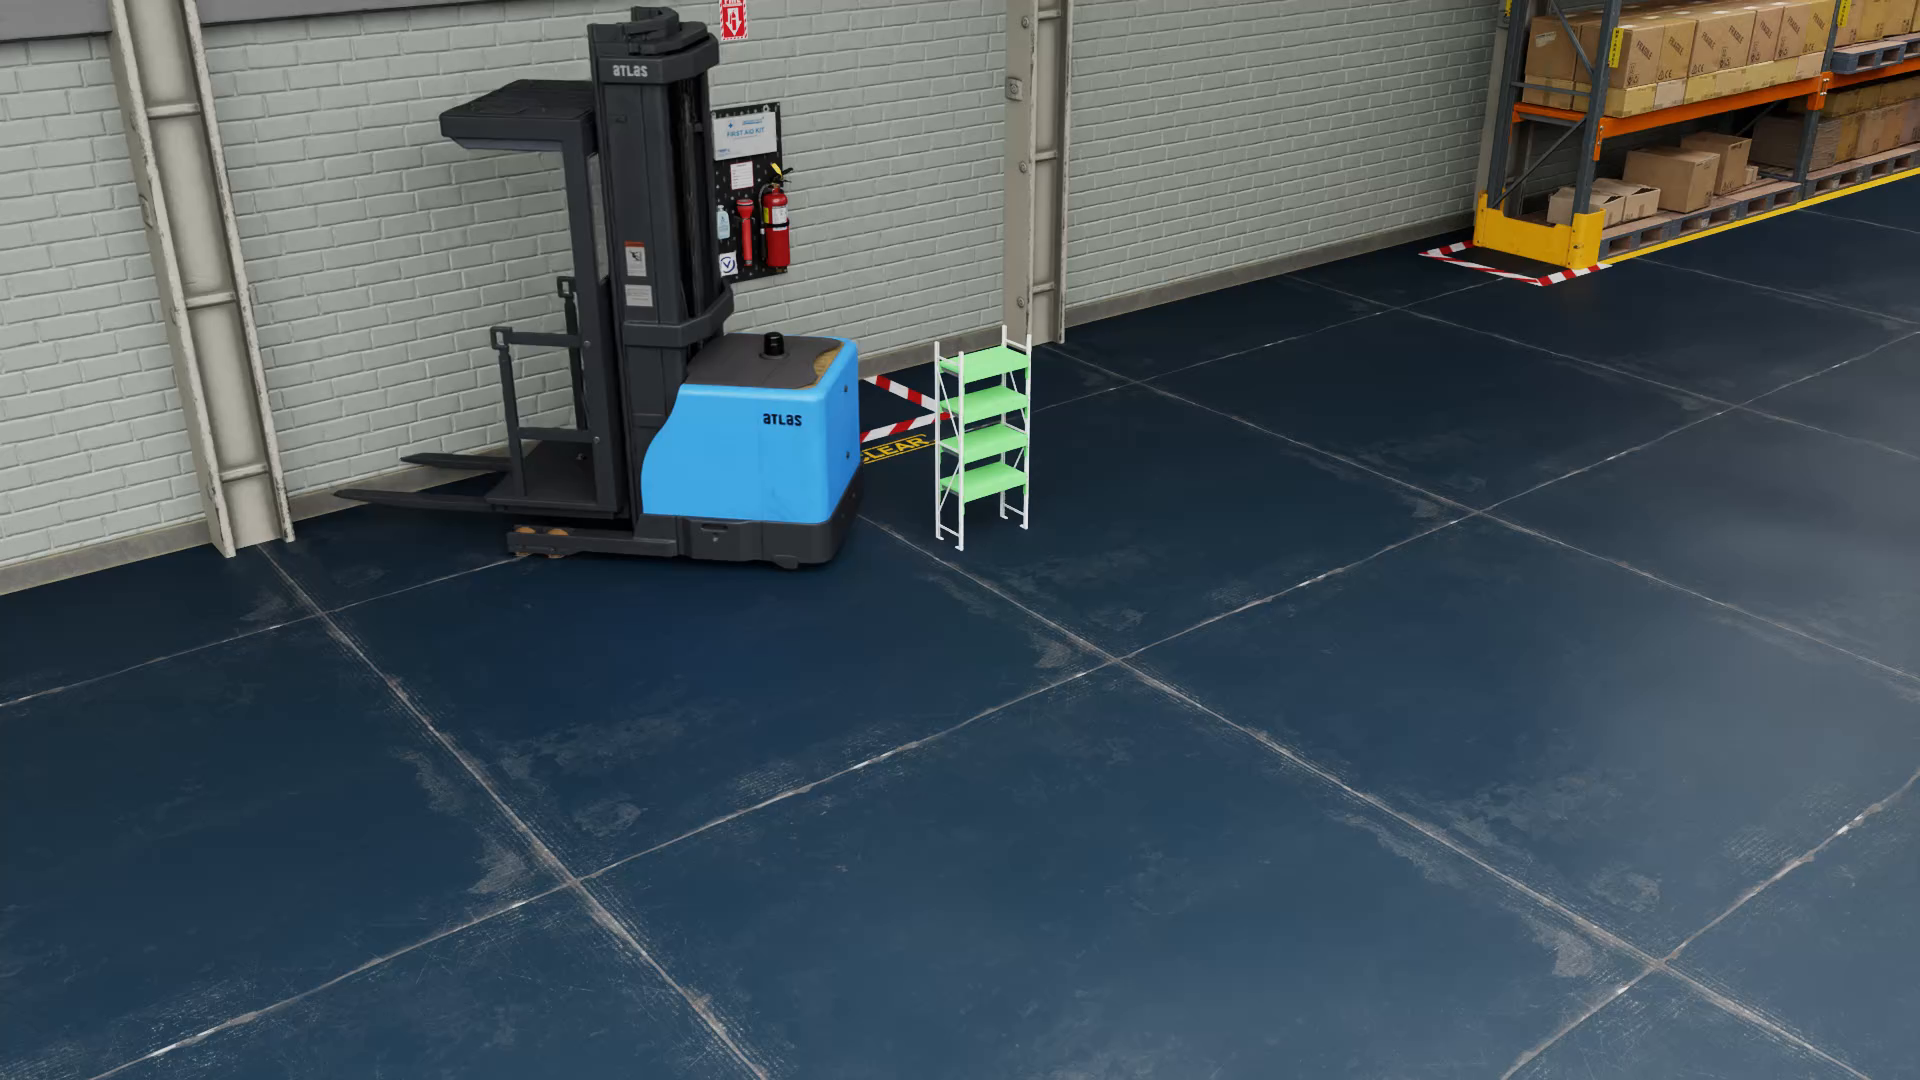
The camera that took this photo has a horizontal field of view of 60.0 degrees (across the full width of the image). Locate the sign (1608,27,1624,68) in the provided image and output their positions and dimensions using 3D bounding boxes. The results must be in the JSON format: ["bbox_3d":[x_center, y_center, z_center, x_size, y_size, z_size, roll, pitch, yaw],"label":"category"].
[{"bbox_3d":[5.617,-4.221,14.254,0.005,0.325,0.100,-18,31,-34],"label":"sign"}]

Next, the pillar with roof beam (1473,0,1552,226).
[{"bbox_3d":[7.956,-5.772,11.497,0.400,9.000,9.100,-18,31,-34],"label":"pillar with roof beam"}]

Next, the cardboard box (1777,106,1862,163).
[{"bbox_3d":[9.375,-4.461,18.245,0.500,0.500,0.700,-19,31,-35],"label":"cardboard box"}]

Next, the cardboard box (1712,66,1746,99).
[{"bbox_3d":[7.066,-4.372,15.761,0.500,0.250,0.500,-18,30,-34],"label":"cardboard box"}]

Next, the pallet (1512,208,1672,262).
[{"bbox_3d":[6.003,-2.963,15.883,1.213,0.211,1.003,-18,31,-34],"label":"pallet"}]

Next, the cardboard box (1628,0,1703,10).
[{"bbox_3d":[6.725,-4.877,15.958,0.500,0.500,0.500,-18,30,-33],"label":"cardboard box"}]

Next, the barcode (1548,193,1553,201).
[{"bbox_3d":[5.650,-3.280,15.914,0.075,0.075,0.001,-18,31,-34],"label":"barcode"}]

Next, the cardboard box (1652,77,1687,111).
[{"bbox_3d":[6.262,-4.111,15.199,0.500,0.250,0.500,-19,31,-36],"label":"cardboard box"}]

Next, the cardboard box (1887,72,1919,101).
[{"bbox_3d":[10.556,-5.161,18.863,0.500,0.250,0.500,-18,30,-33],"label":"cardboard box"}]

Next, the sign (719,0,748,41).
[{"bbox_3d":[-1.458,-3.371,10.697,0.199,0.298,0.001,-18,31,-34],"label":"sign"}]

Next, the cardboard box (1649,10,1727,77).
[{"bbox_3d":[6.649,-4.571,15.300,0.500,0.500,0.500,-19,31,-36],"label":"cardboard box"}]

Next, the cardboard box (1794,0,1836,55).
[{"bbox_3d":[8.249,-5.103,16.447,0.500,0.500,0.500,-18,31,-34],"label":"cardboard box"}]

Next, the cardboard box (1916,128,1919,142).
[{"bbox_3d":[11.043,-4.948,19.295,0.500,0.500,0.700,-18,30,-33],"label":"cardboard box"}]

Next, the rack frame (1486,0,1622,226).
[{"bbox_3d":[5.282,-4.008,14.824,0.127,3.000,1.000,-18,31,-34],"label":"rack frame"}]

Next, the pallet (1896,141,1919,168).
[{"bbox_3d":[10.962,-4.619,19.452,1.213,0.211,1.003,-18,31,-34],"label":"pallet"}]

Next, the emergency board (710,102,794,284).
[{"bbox_3d":[-1.390,-2.289,11.119,0.643,1.169,0.194,-18,31,-34],"label":"emergency board"}]

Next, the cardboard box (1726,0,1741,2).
[{"bbox_3d":[7.522,-5.143,16.531,0.500,0.500,0.500,-18,31,-34],"label":"cardboard box"}]

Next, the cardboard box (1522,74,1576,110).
[{"bbox_3d":[5.531,-4.135,15.251,0.500,0.250,0.500,-18,30,-33],"label":"cardboard box"}]

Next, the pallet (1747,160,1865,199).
[{"bbox_3d":[9.042,-3.985,18.087,1.213,0.211,1.003,-18,31,-34],"label":"pallet"}]

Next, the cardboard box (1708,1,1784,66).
[{"bbox_3d":[7.457,-4.845,15.889,0.500,0.500,0.500,-19,31,-35],"label":"cardboard box"}]

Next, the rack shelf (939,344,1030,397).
[{"bbox_3d":[0.130,-0.965,9.415,0.480,0.148,0.258,-18,31,-34],"label":"rack shelf"}]

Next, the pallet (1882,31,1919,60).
[{"bbox_3d":[10.045,-5.472,18.205,1.213,0.211,1.003,-18,31,-34],"label":"pallet"}]

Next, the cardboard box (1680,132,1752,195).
[{"bbox_3d":[7.638,-3.830,16.887,0.500,0.500,0.500,-21,32,-38],"label":"cardboard box"}]

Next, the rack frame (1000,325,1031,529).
[{"bbox_3d":[0.322,-0.651,9.727,0.015,1.200,0.240,-18,31,-34],"label":"rack frame"}]

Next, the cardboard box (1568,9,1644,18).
[{"bbox_3d":[5.924,-4.610,15.384,0.500,0.500,0.500,-18,30,-33],"label":"cardboard box"}]

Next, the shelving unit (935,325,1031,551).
[{"bbox_3d":[0.130,-0.587,9.590,0.503,1.200,0.258,-18,31,-34],"label":"shelving unit"}]

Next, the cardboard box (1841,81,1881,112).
[{"bbox_3d":[9.751,-4.902,18.305,0.500,0.250,0.500,-19,31,-35],"label":"cardboard box"}]

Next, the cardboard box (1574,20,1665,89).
[{"bbox_3d":[5.844,-4.314,14.746,0.500,0.500,0.500,-18,31,-34],"label":"cardboard box"}]

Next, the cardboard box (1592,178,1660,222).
[{"bbox_3d":[6.331,-3.286,15.939,0.500,0.311,0.500,-15,29,-30],"label":"cardboard box"}]

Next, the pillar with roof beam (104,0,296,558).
[{"bbox_3d":[-1.487,-2.655,4.781,0.400,9.000,9.100,-18,31,-34],"label":"pillar with roof beam"}]

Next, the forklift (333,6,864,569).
[{"bbox_3d":[-2.149,-1.438,9.366,3.031,2.935,1.130,4,25,8],"label":"forklift"}]

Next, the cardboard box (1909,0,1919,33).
[{"bbox_3d":[10.247,-5.875,18.205,0.500,0.500,0.700,-18,31,-34],"label":"cardboard box"}]

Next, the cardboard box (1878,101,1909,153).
[{"bbox_3d":[10.193,-4.714,18.791,0.500,0.500,0.700,-18,31,-34],"label":"cardboard box"}]

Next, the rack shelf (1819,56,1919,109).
[{"bbox_3d":[10.004,-5.241,18.334,4.000,0.370,1.077,-18,31,-34],"label":"rack shelf"}]

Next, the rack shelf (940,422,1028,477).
[{"bbox_3d":[0.130,-0.529,9.617,0.480,0.148,0.258,-18,31,-34],"label":"rack shelf"}]

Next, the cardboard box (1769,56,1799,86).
[{"bbox_3d":[7.847,-4.638,16.336,0.500,0.250,0.500,-18,30,-34],"label":"cardboard box"}]

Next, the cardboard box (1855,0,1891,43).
[{"bbox_3d":[9.296,-5.556,17.517,0.500,0.500,0.700,-15,29,-29],"label":"cardboard box"}]
